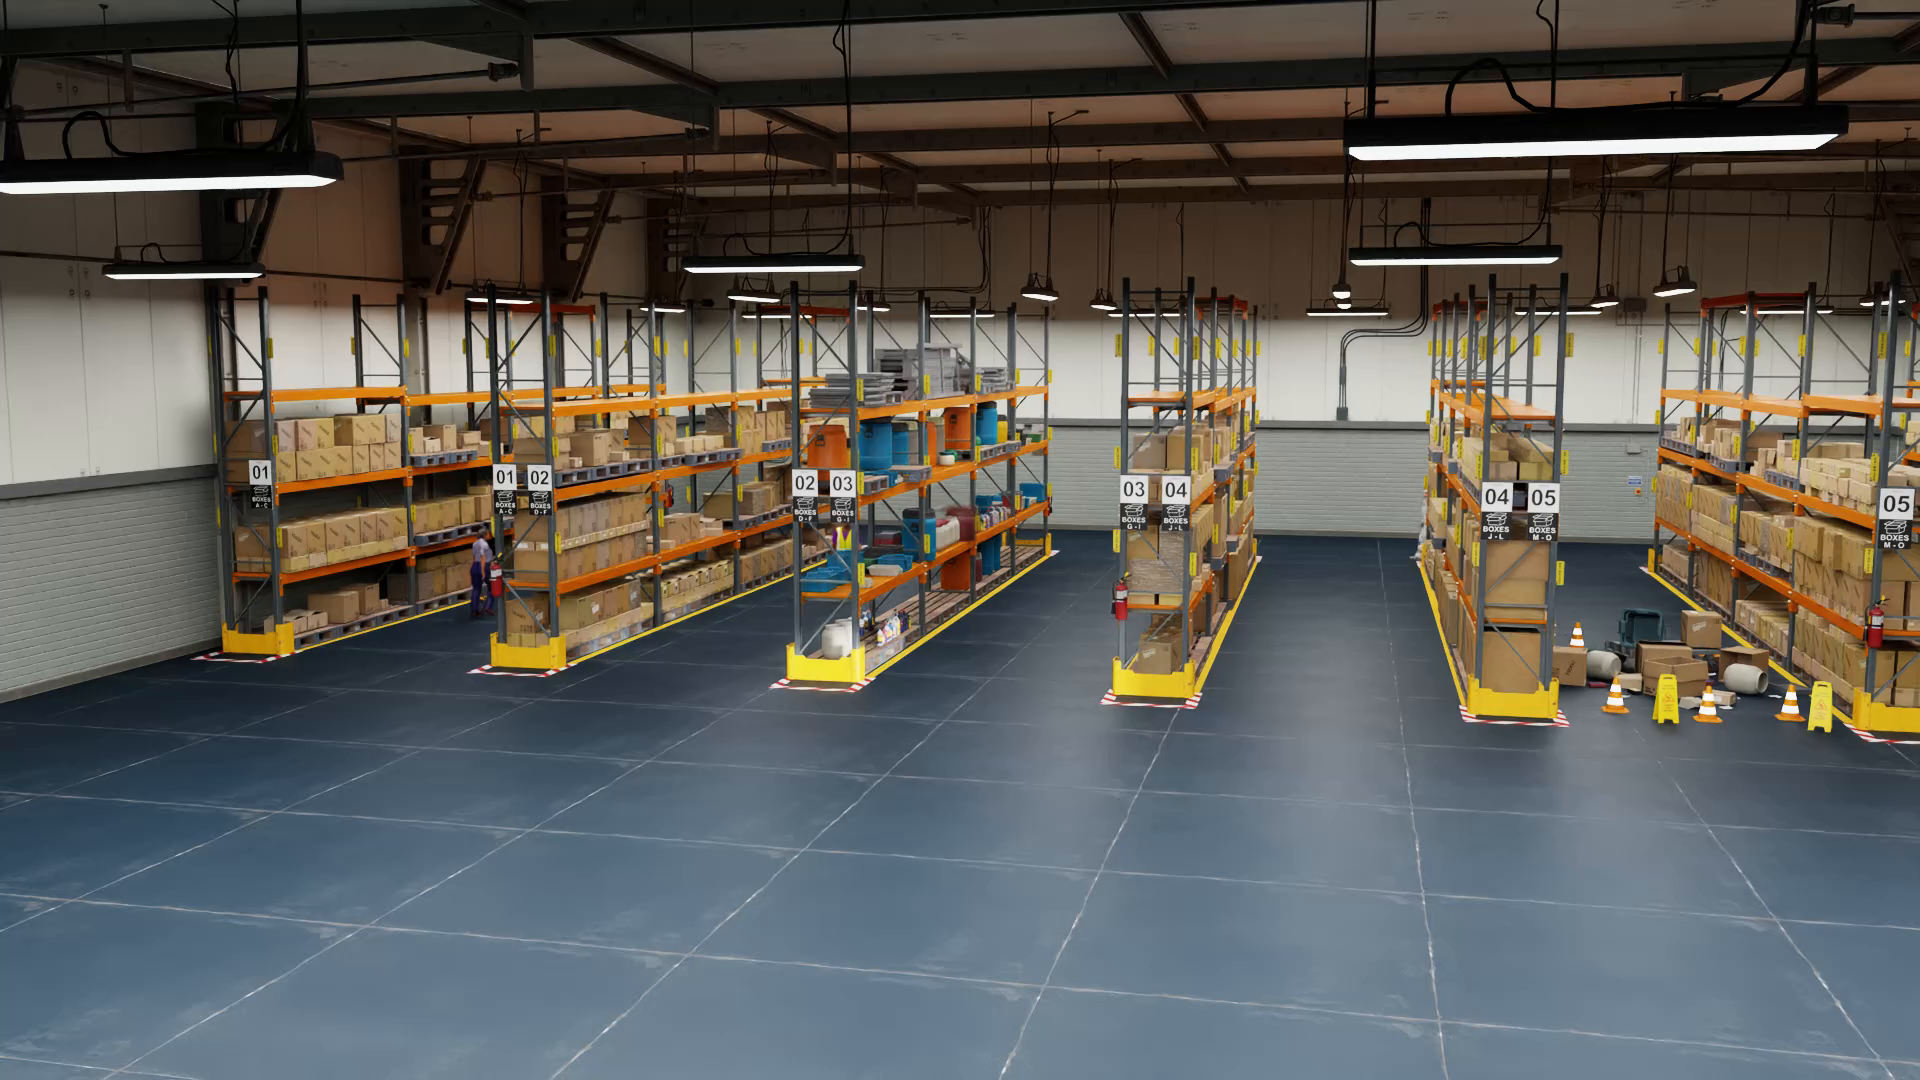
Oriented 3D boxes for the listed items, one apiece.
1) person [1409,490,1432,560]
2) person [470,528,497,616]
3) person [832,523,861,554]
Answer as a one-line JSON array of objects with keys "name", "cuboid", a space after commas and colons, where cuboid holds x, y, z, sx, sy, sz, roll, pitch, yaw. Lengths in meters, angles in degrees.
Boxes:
[{"name": "person", "cuboid": [11.170, -0.393, 39.395, 1.023, 1.755, 0.531, 1, 7, 8]}, {"name": "person", "cuboid": [-8.983, 0.615, 31.187, 0.512, 1.653, 0.518, 3, 7, 25]}, {"name": "person", "cuboid": [-2.280, 0.327, 33.266, 0.619, 1.704, 1.105, 0, 7, 3]}]
